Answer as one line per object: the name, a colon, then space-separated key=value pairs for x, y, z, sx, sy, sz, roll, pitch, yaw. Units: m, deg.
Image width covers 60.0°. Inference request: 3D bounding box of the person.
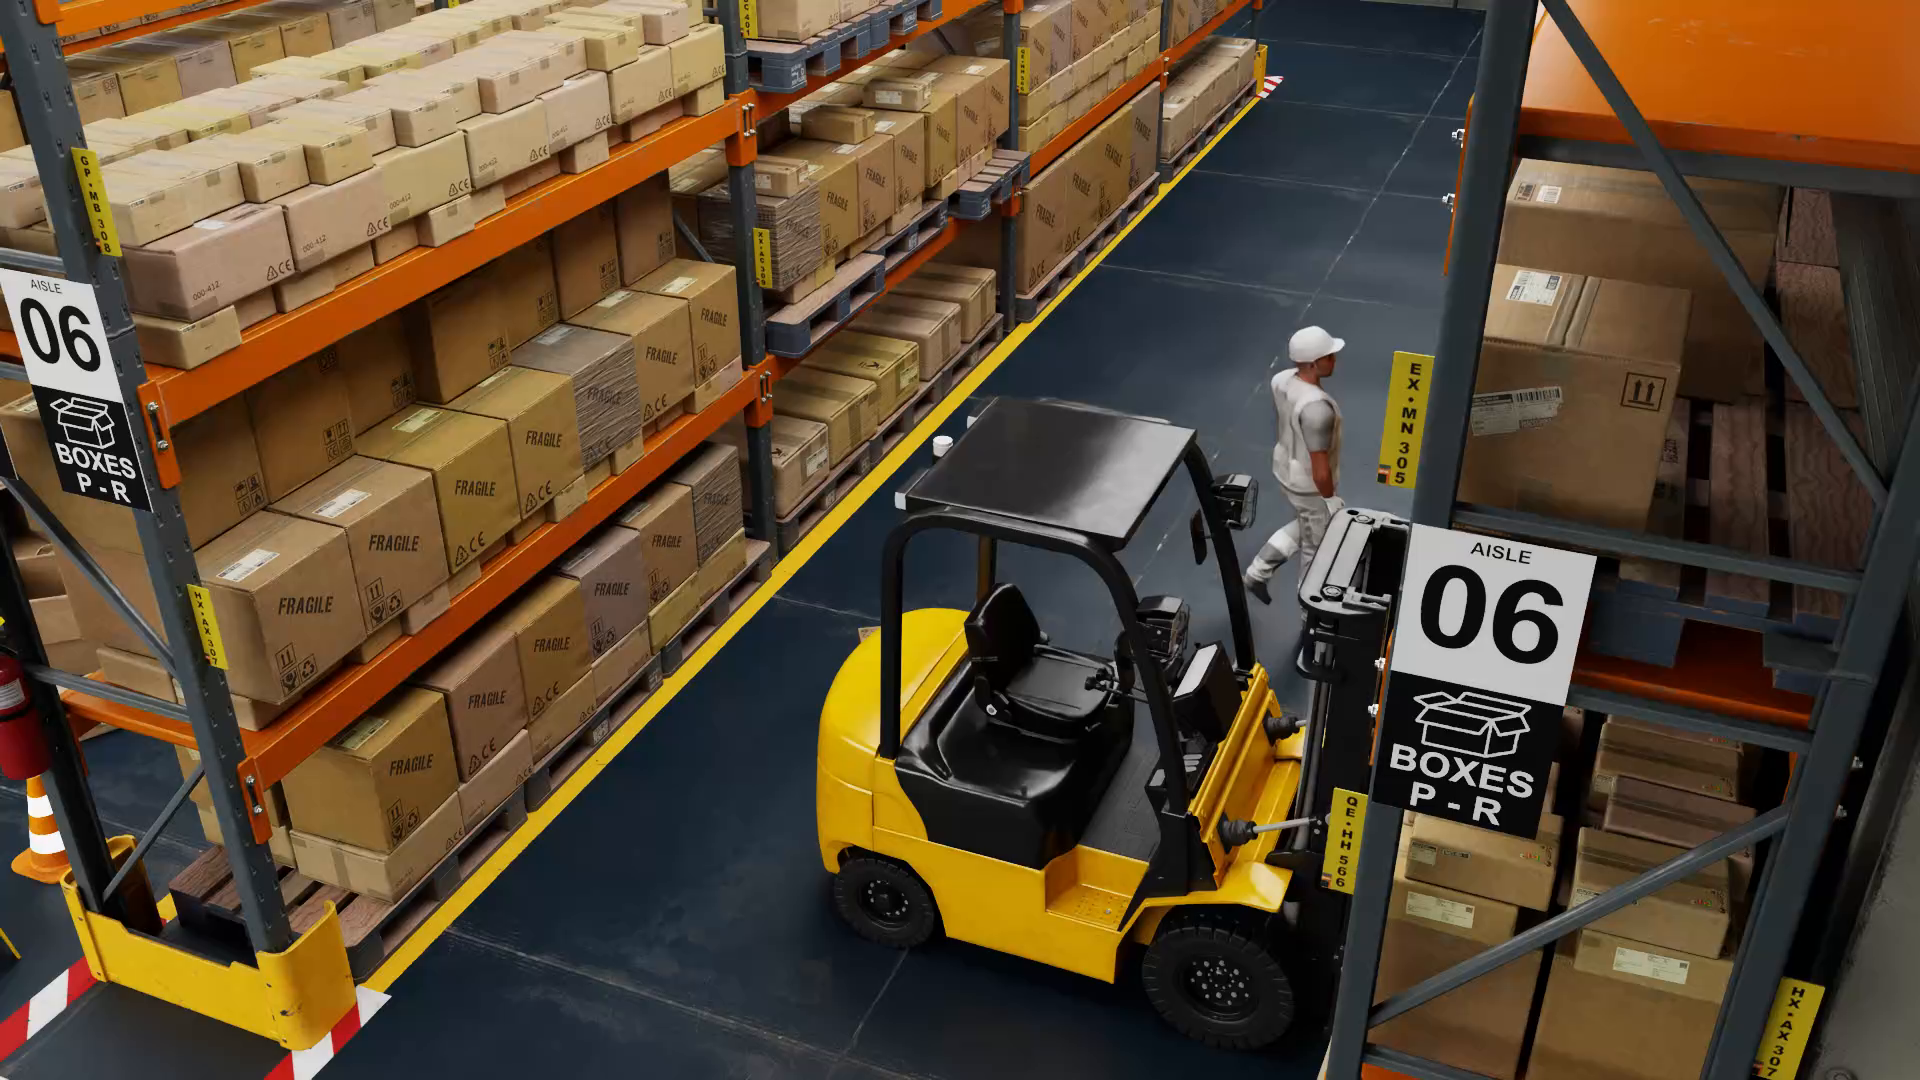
person: x=1.885 y=-0.322 z=8.894 sx=0.620 sy=1.785 sz=0.590 roll=-7 pitch=30 yaw=-12
